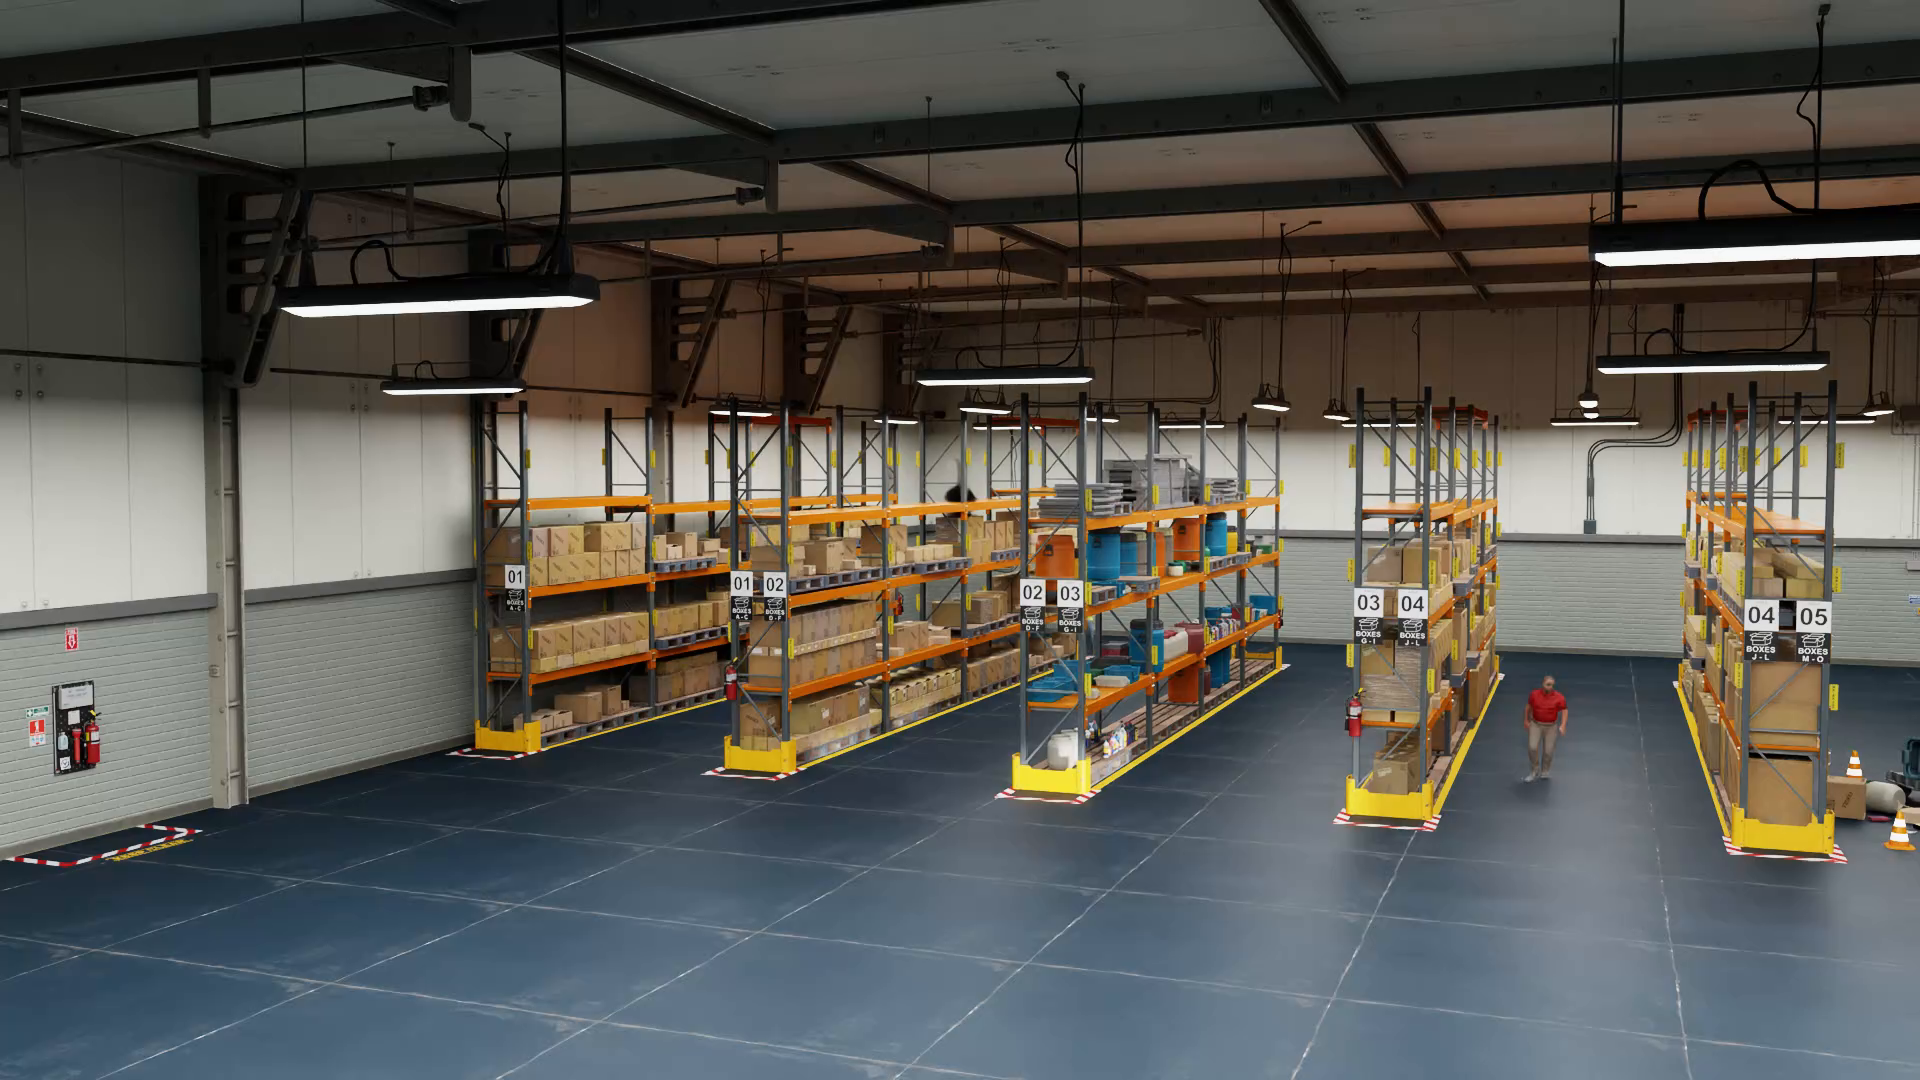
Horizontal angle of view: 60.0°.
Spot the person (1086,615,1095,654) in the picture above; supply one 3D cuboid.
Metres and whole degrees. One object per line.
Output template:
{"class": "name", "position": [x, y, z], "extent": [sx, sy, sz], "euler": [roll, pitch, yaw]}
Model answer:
{"class": "person", "position": [3.303, 2.038, 42.430], "extent": [1.023, 1.729, 0.722], "euler": [2, 3, 37]}

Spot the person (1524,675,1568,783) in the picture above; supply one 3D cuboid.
{"class": "person", "position": [9.103, 2.926, 25.838], "extent": [0.635, 1.694, 0.797], "euler": [1, 3, 16]}

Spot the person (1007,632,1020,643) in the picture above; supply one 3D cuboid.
{"class": "person", "position": [1.561, 2.018, 43.831], "extent": [0.858, 1.674, 0.564], "euler": [2, 3, 30]}
